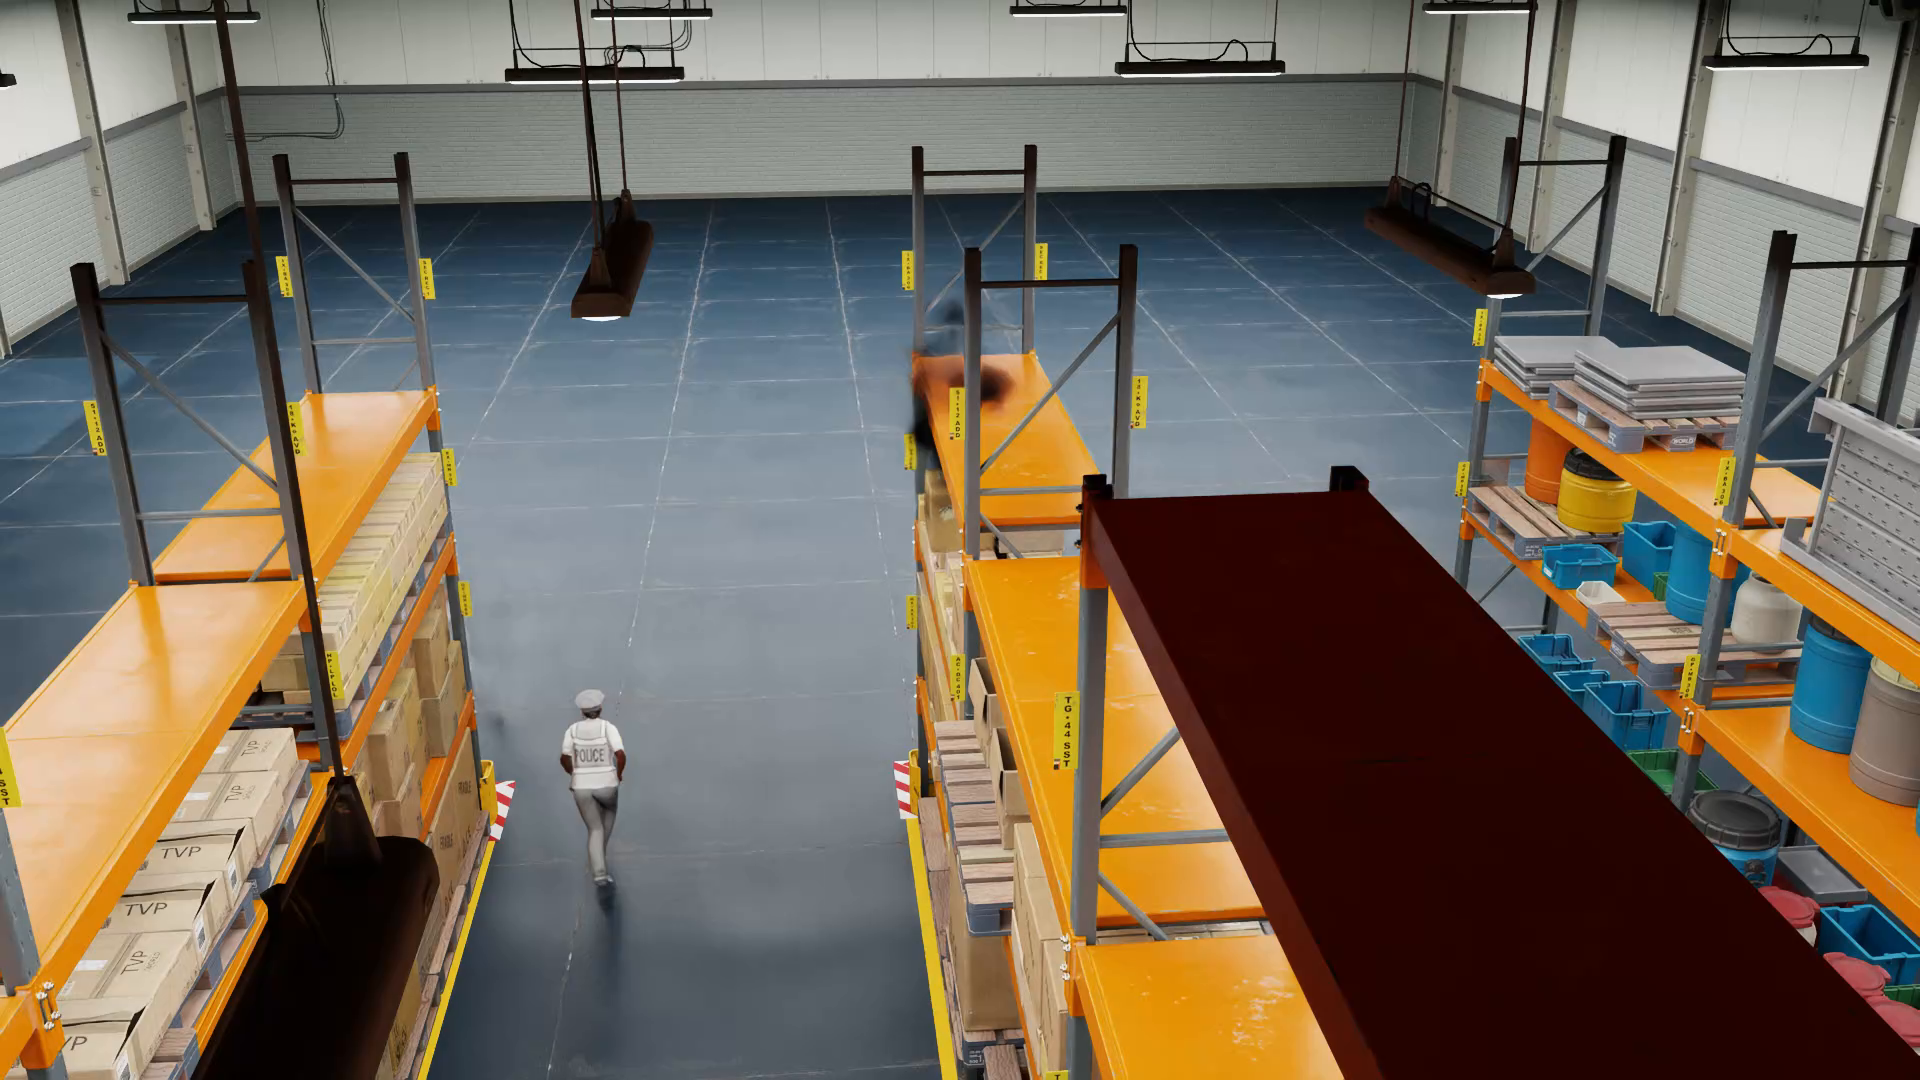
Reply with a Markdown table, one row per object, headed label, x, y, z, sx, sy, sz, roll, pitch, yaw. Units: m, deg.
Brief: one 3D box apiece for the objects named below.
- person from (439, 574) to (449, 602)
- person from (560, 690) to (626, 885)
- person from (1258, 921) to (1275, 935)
| label | x | y | z | sx | sy | sz | roll | pitch | yaw |
| --- | --- | --- | --- | --- | --- | --- | --- | --- | --- |
| person | -5.512 | 0.836 | 17.180 | 0.650 | 1.757 | 0.651 | 19 | 28 | 39 |
| person | -3.104 | 2.174 | 14.135 | 0.560 | 1.562 | 0.944 | -2 | 22 | -6 |
| person | 2.361 | 2.484 | 13.096 | 0.584 | 1.754 | 0.760 | -4 | 22 | -9 |
